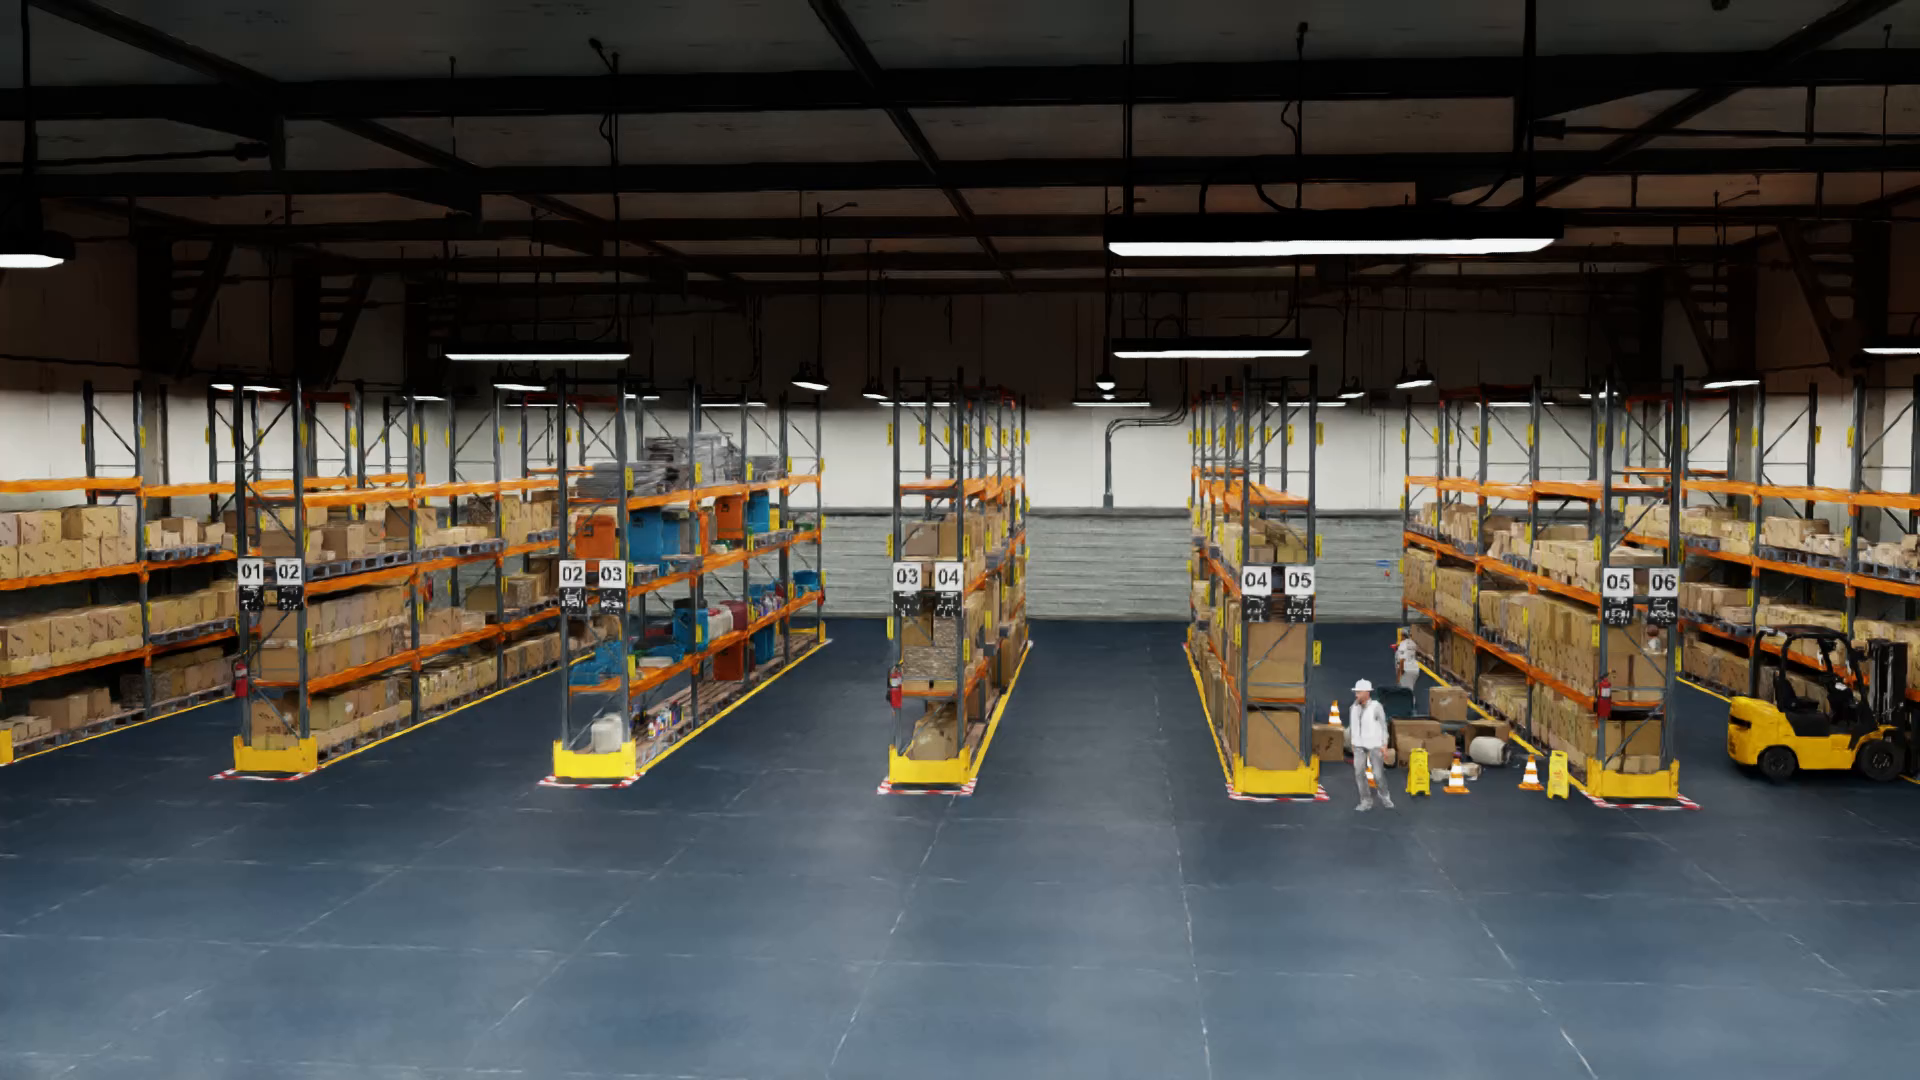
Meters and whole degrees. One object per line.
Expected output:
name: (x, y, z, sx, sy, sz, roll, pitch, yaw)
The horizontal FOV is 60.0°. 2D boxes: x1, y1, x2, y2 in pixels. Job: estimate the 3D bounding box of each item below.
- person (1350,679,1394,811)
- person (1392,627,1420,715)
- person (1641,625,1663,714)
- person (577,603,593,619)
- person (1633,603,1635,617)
person: (5.513, 2.739, 22.321, 0.582, 1.763, 0.572, 3, 5, 42)
person: (7.817, 2.347, 29.215, 0.549, 1.657, 0.598, 2, 4, 34)
person: (12.508, 2.329, 30.044, 0.511, 1.596, 0.494, 2, 4, 34)
person: (-9.889, 1.398, 43.974, 0.613, 1.756, 0.576, -2, 4, -31)
person: (13.800, 2.019, 34.384, 0.528, 1.668, 0.565, 2, 4, 24)
